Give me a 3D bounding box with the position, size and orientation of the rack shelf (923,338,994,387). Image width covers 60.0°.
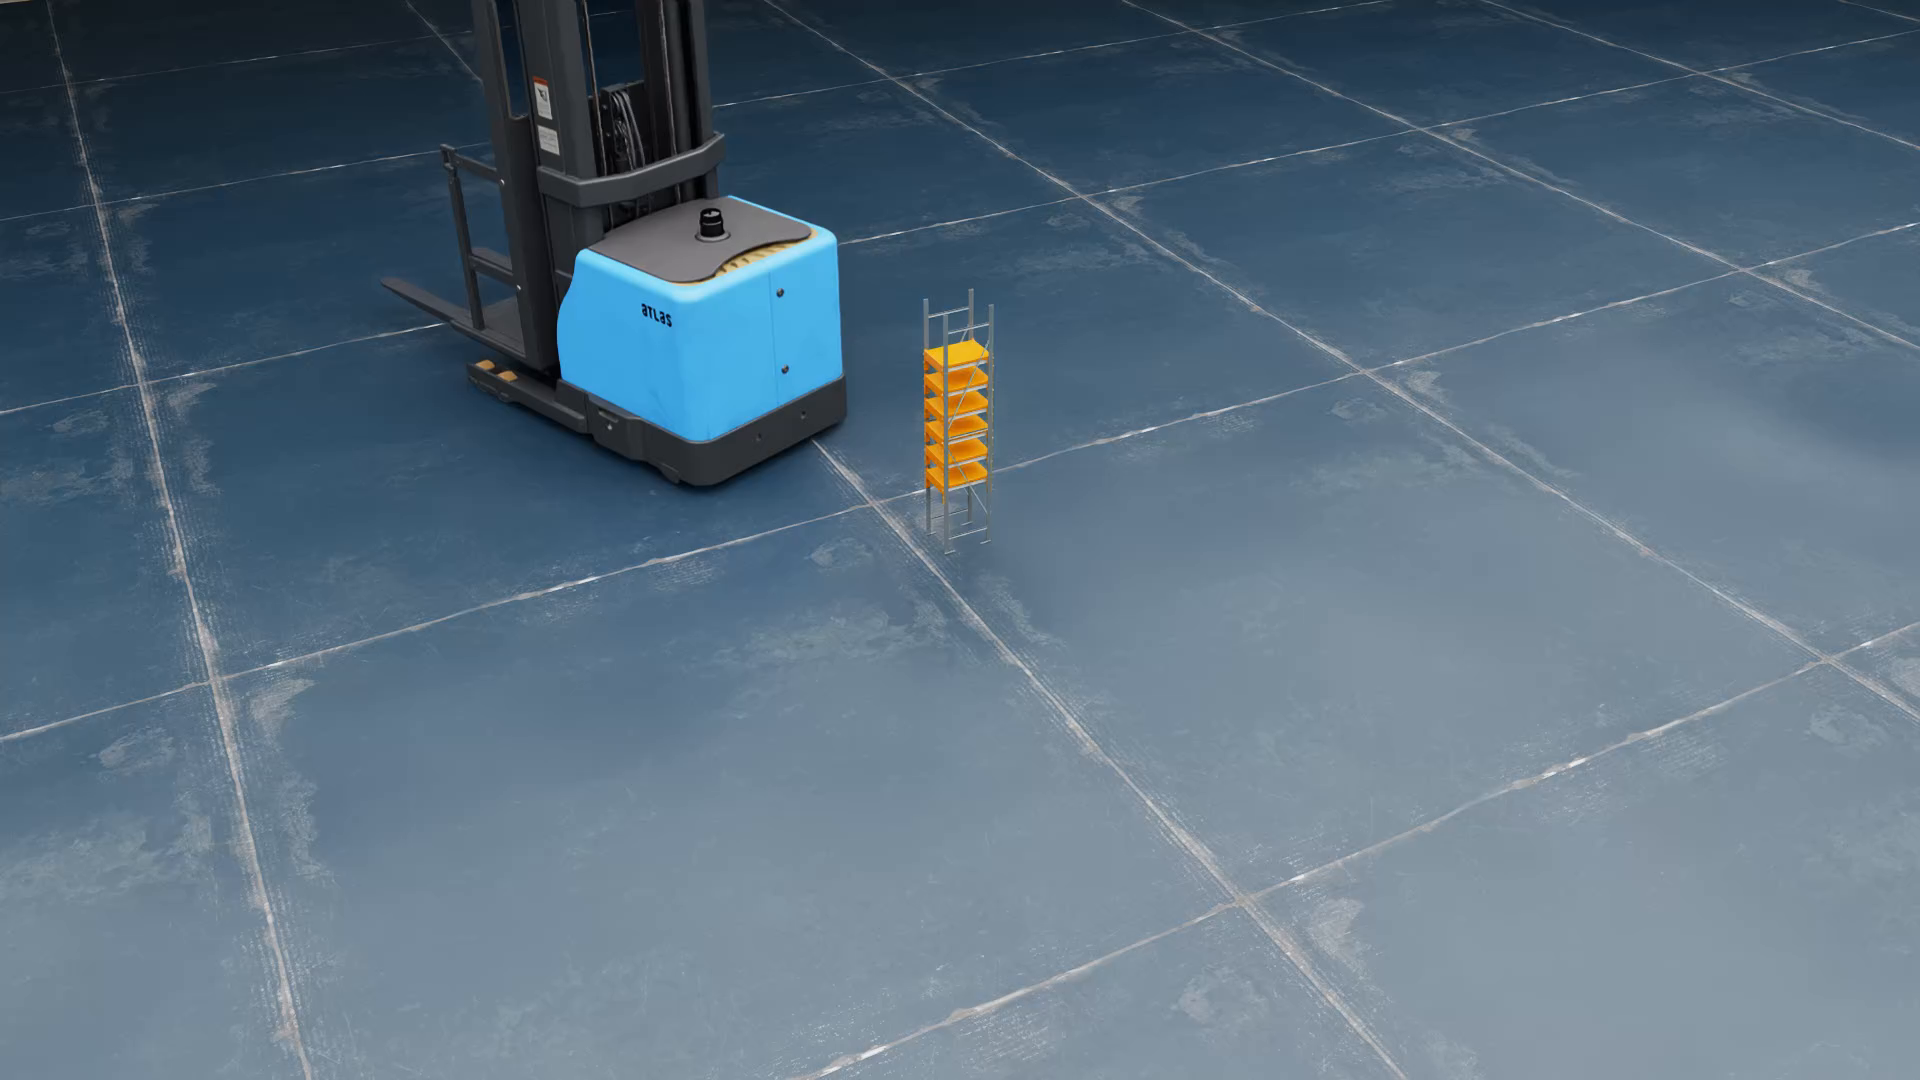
[{"bbox_3d":[-0.007,-0.778,7.267,0.258,0.103,0.180,-16,36,-23],"label":"rack shelf"}]

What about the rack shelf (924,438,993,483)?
[{"bbox_3d":[-0.007,-0.374,7.526,0.258,0.103,0.180,-16,36,-23],"label":"rack shelf"}]

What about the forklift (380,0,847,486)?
[{"bbox_3d":[-2.028,-2.159,8.403,3.031,2.935,1.130,25,40,34],"label":"forklift"}]

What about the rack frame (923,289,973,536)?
[{"bbox_3d":[-0.049,-0.556,7.505,0.240,1.200,0.006,-16,36,-23],"label":"rack frame"}]

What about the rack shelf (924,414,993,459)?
[{"bbox_3d":[-0.007,-0.475,7.461,0.258,0.103,0.180,-16,36,-23],"label":"rack shelf"}]

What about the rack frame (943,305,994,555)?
[{"bbox_3d":[0.036,-0.468,7.369,0.240,1.200,0.006,-16,36,-23],"label":"rack frame"}]

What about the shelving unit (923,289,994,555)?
[{"bbox_3d":[-0.007,-0.512,7.437,0.258,1.200,0.189,-16,36,-23],"label":"shelving unit"}]

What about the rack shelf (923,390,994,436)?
[{"bbox_3d":[-0.007,-0.576,7.396,0.258,0.103,0.180,-16,36,-23],"label":"rack shelf"}]

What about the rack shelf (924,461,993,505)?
[{"bbox_3d":[-0.007,-0.273,7.591,0.258,0.103,0.180,-16,36,-23],"label":"rack shelf"}]

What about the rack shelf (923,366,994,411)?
[{"bbox_3d":[-0.007,-0.677,7.332,0.258,0.103,0.180,-16,36,-23],"label":"rack shelf"}]
